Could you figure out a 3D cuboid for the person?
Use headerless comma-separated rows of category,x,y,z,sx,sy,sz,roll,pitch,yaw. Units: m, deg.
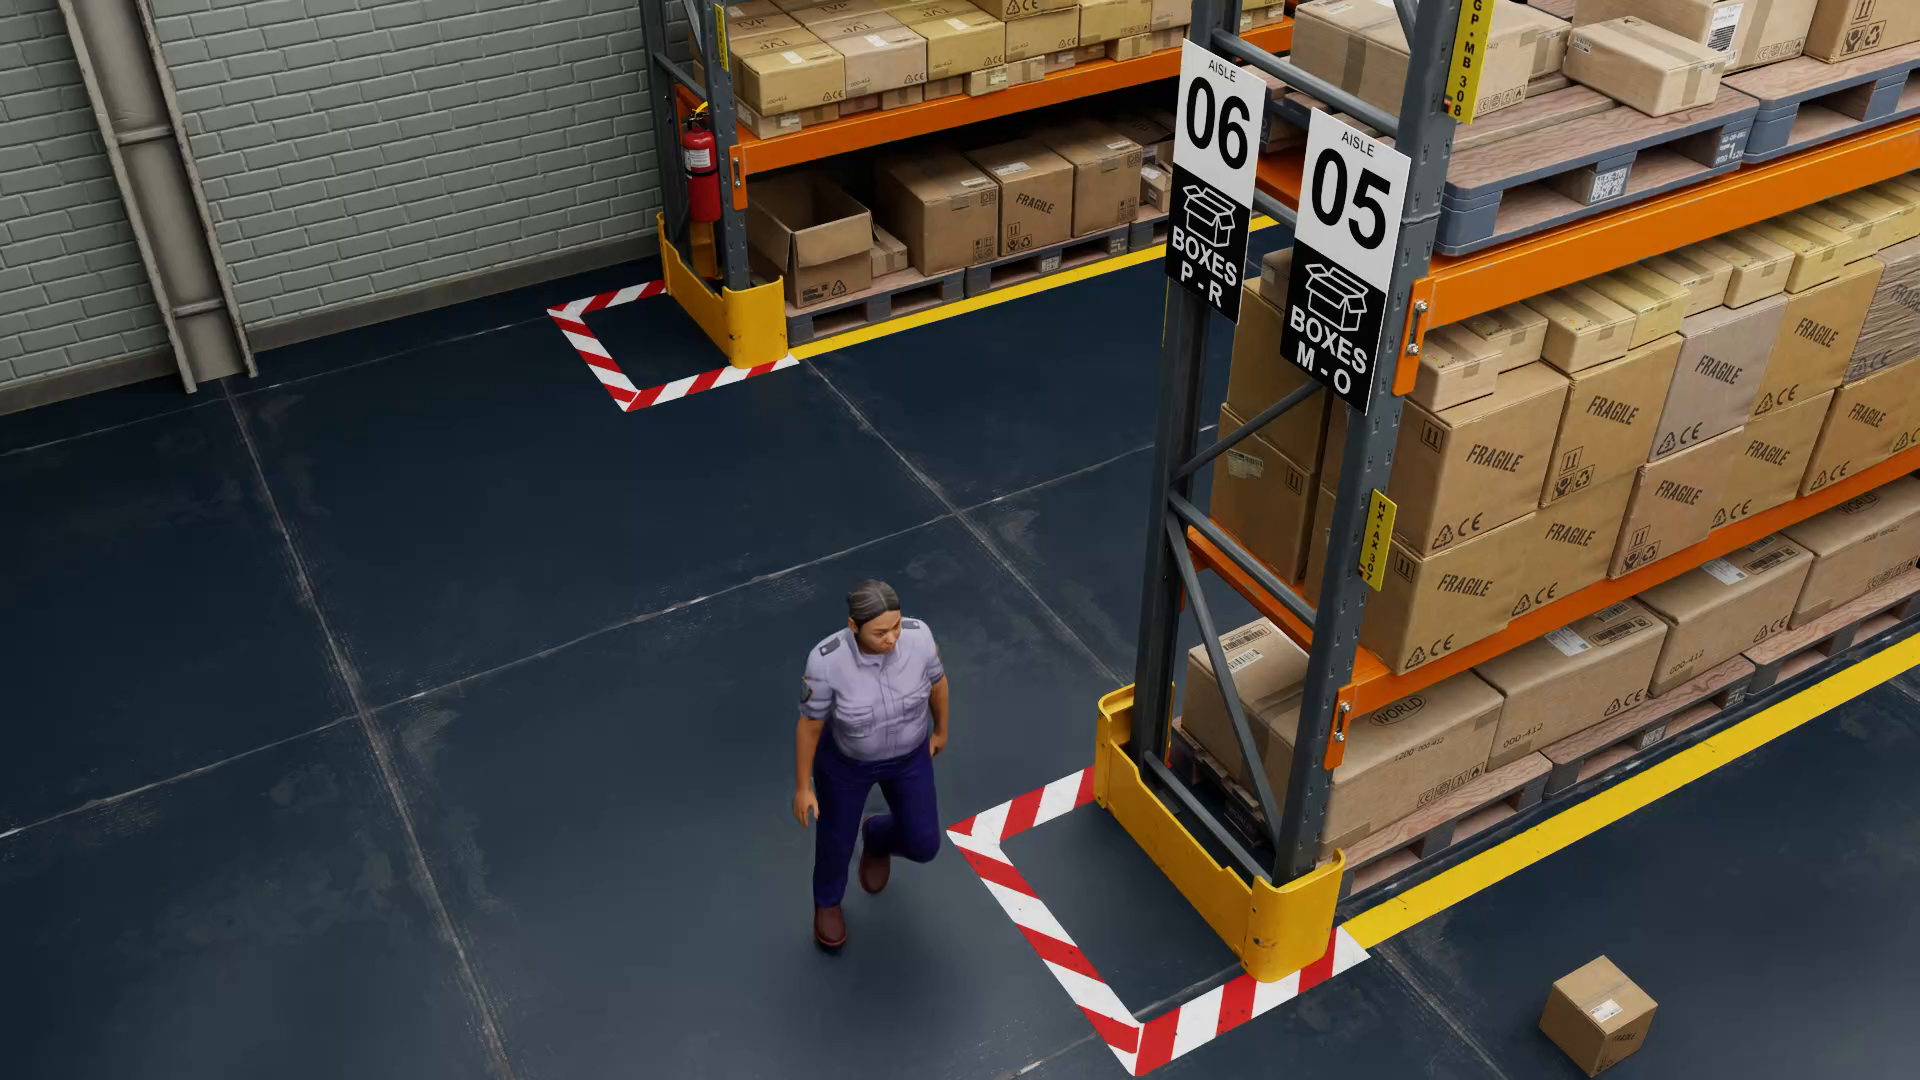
person,-0.328,0.759,5.906,0.618,1.627,0.485,-13,39,-16
